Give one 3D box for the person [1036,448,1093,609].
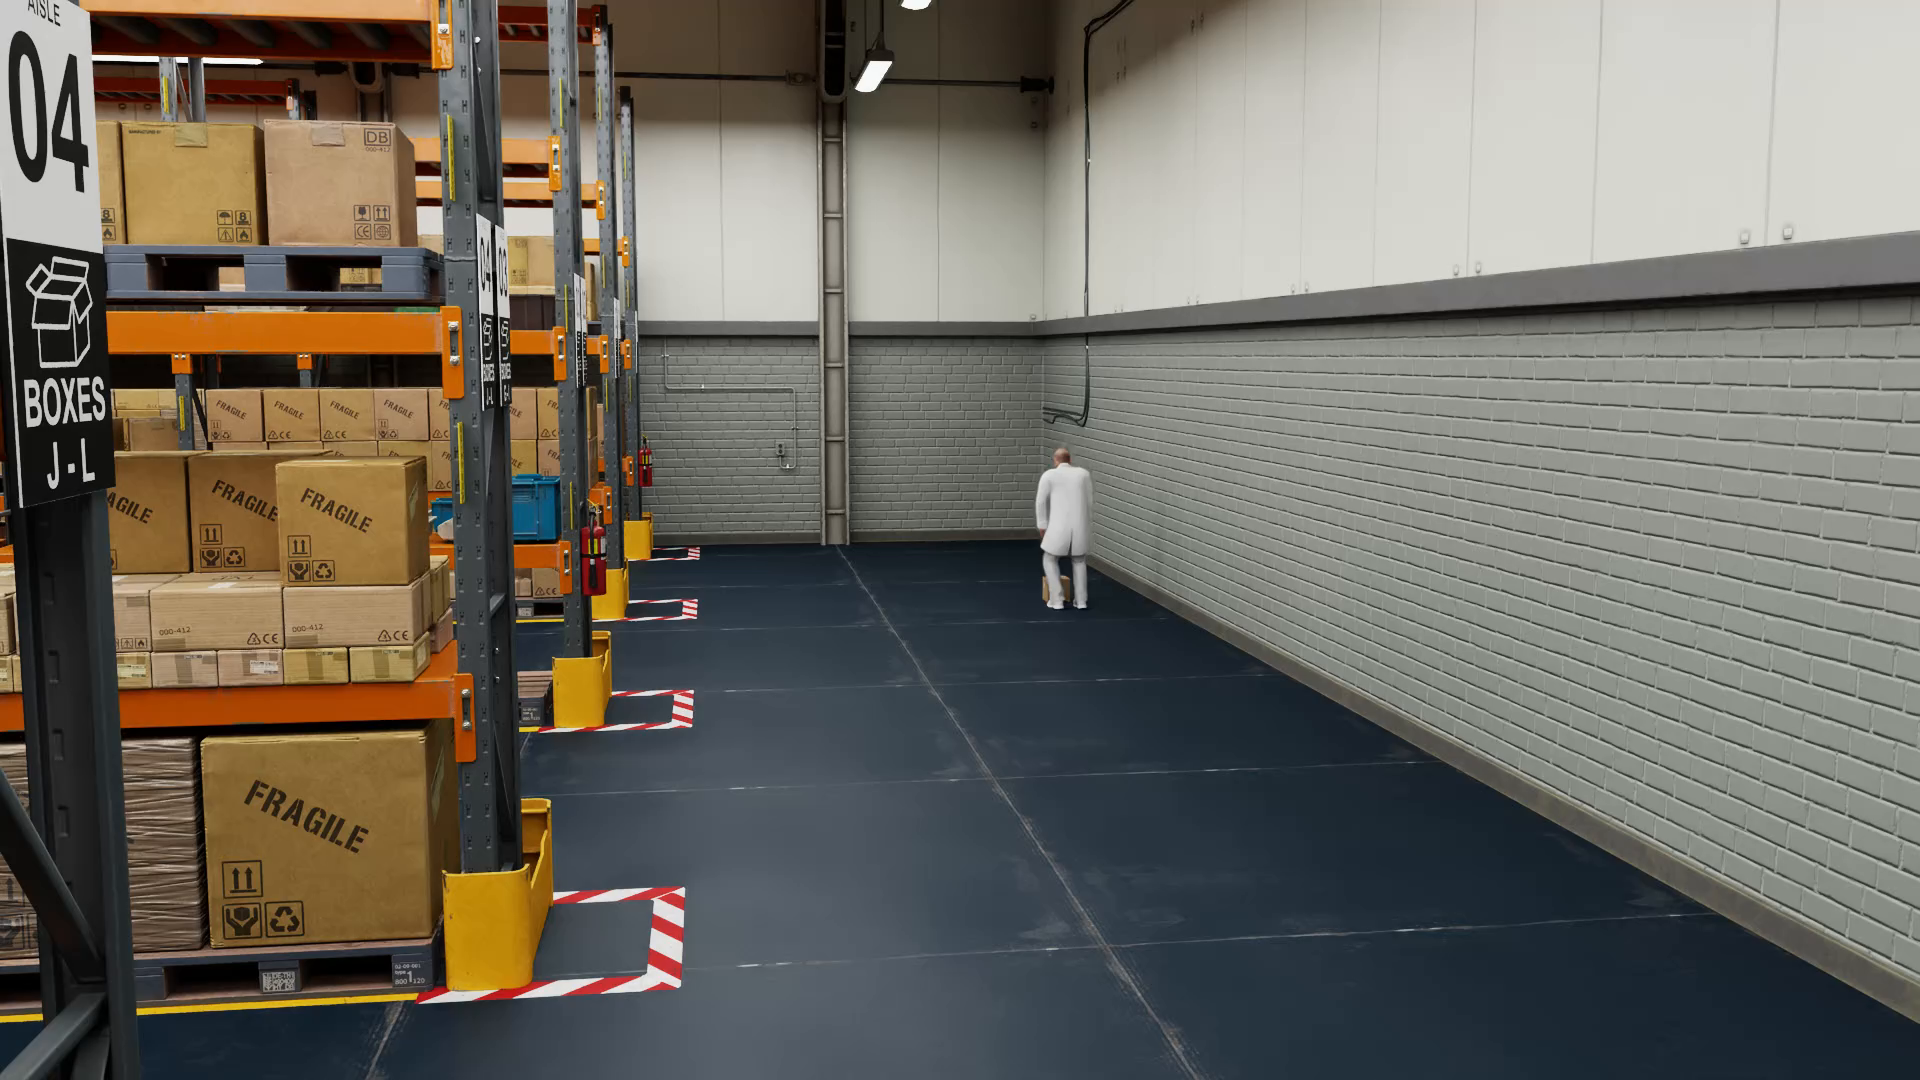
[{"bbox_3d":[1.091,-0.112,17.353,0.608,1.662,0.503,-1,6,-7],"label":"person"}]
